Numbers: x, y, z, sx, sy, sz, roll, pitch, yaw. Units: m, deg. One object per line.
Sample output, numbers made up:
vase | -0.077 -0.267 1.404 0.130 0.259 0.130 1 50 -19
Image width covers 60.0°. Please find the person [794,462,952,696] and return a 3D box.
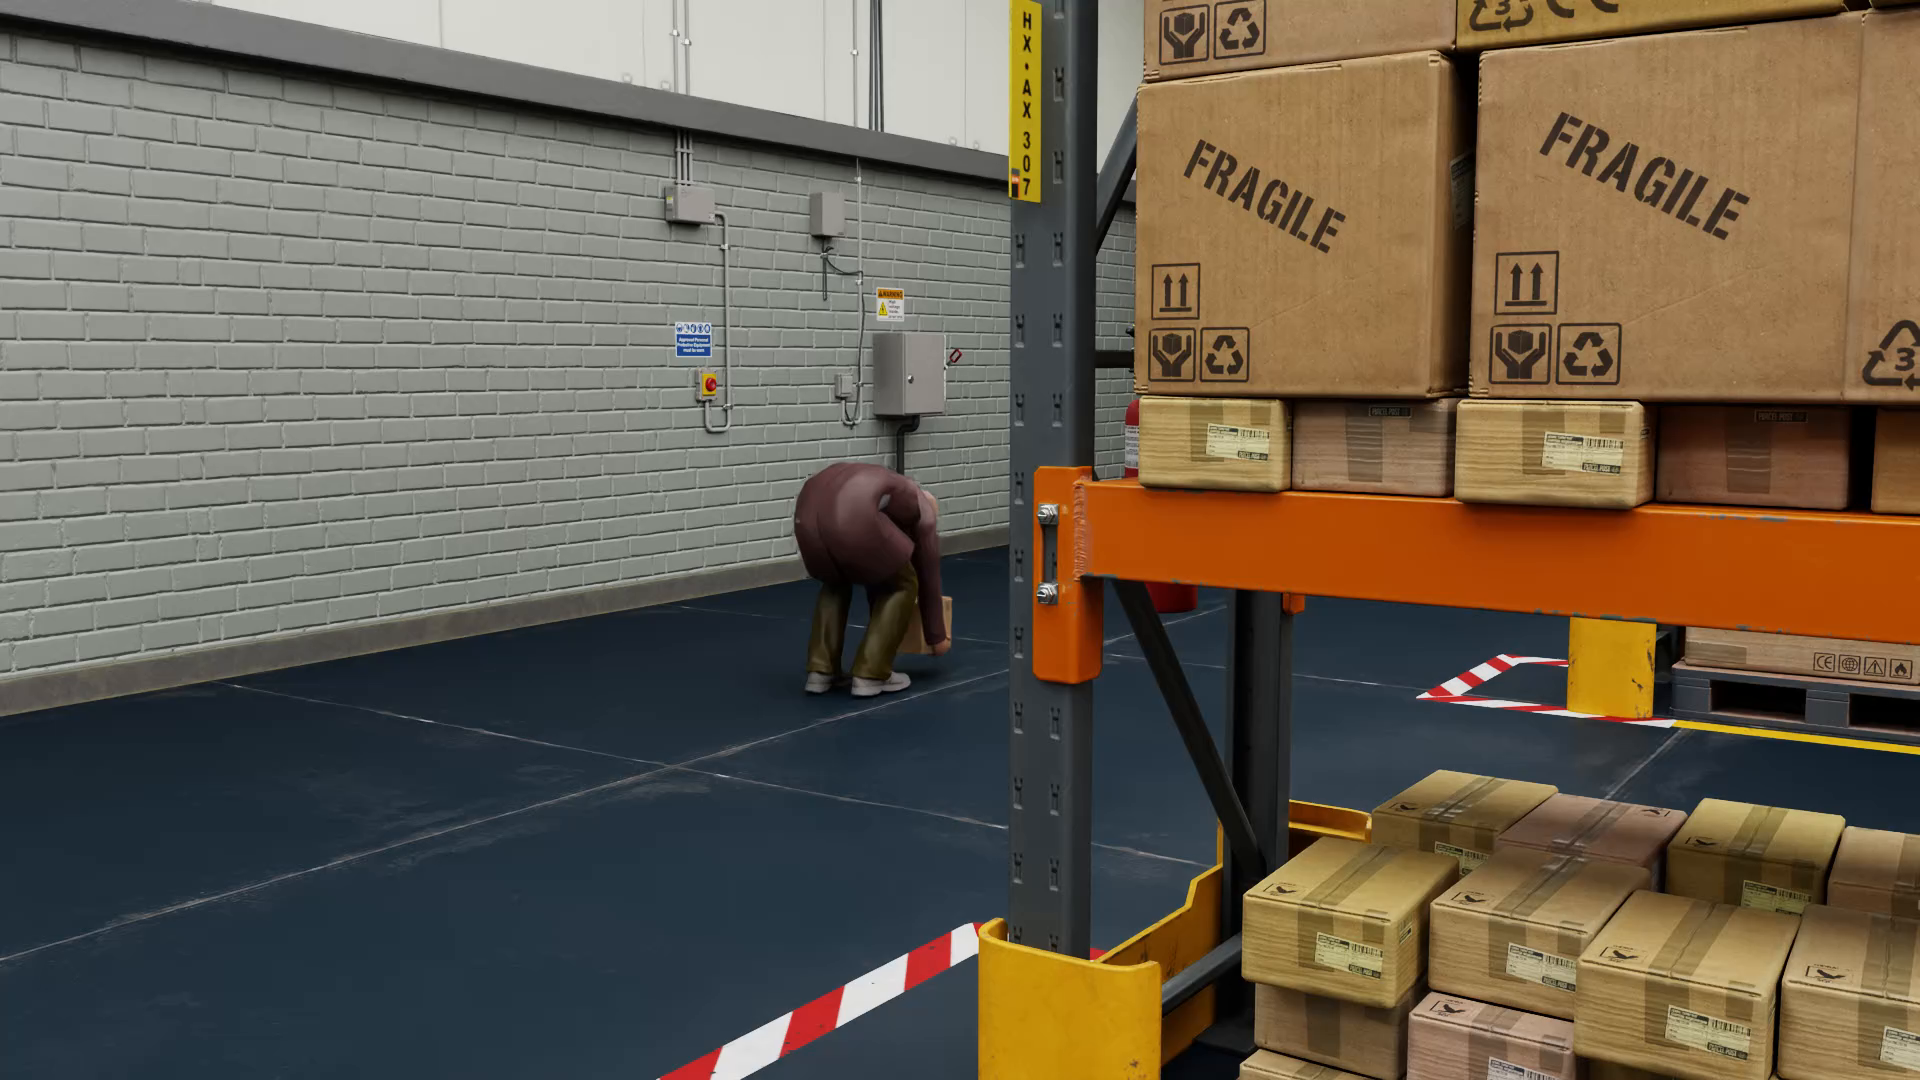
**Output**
person | -0.389 0.154 7.699 0.582 1.052 0.946 4 7 31
